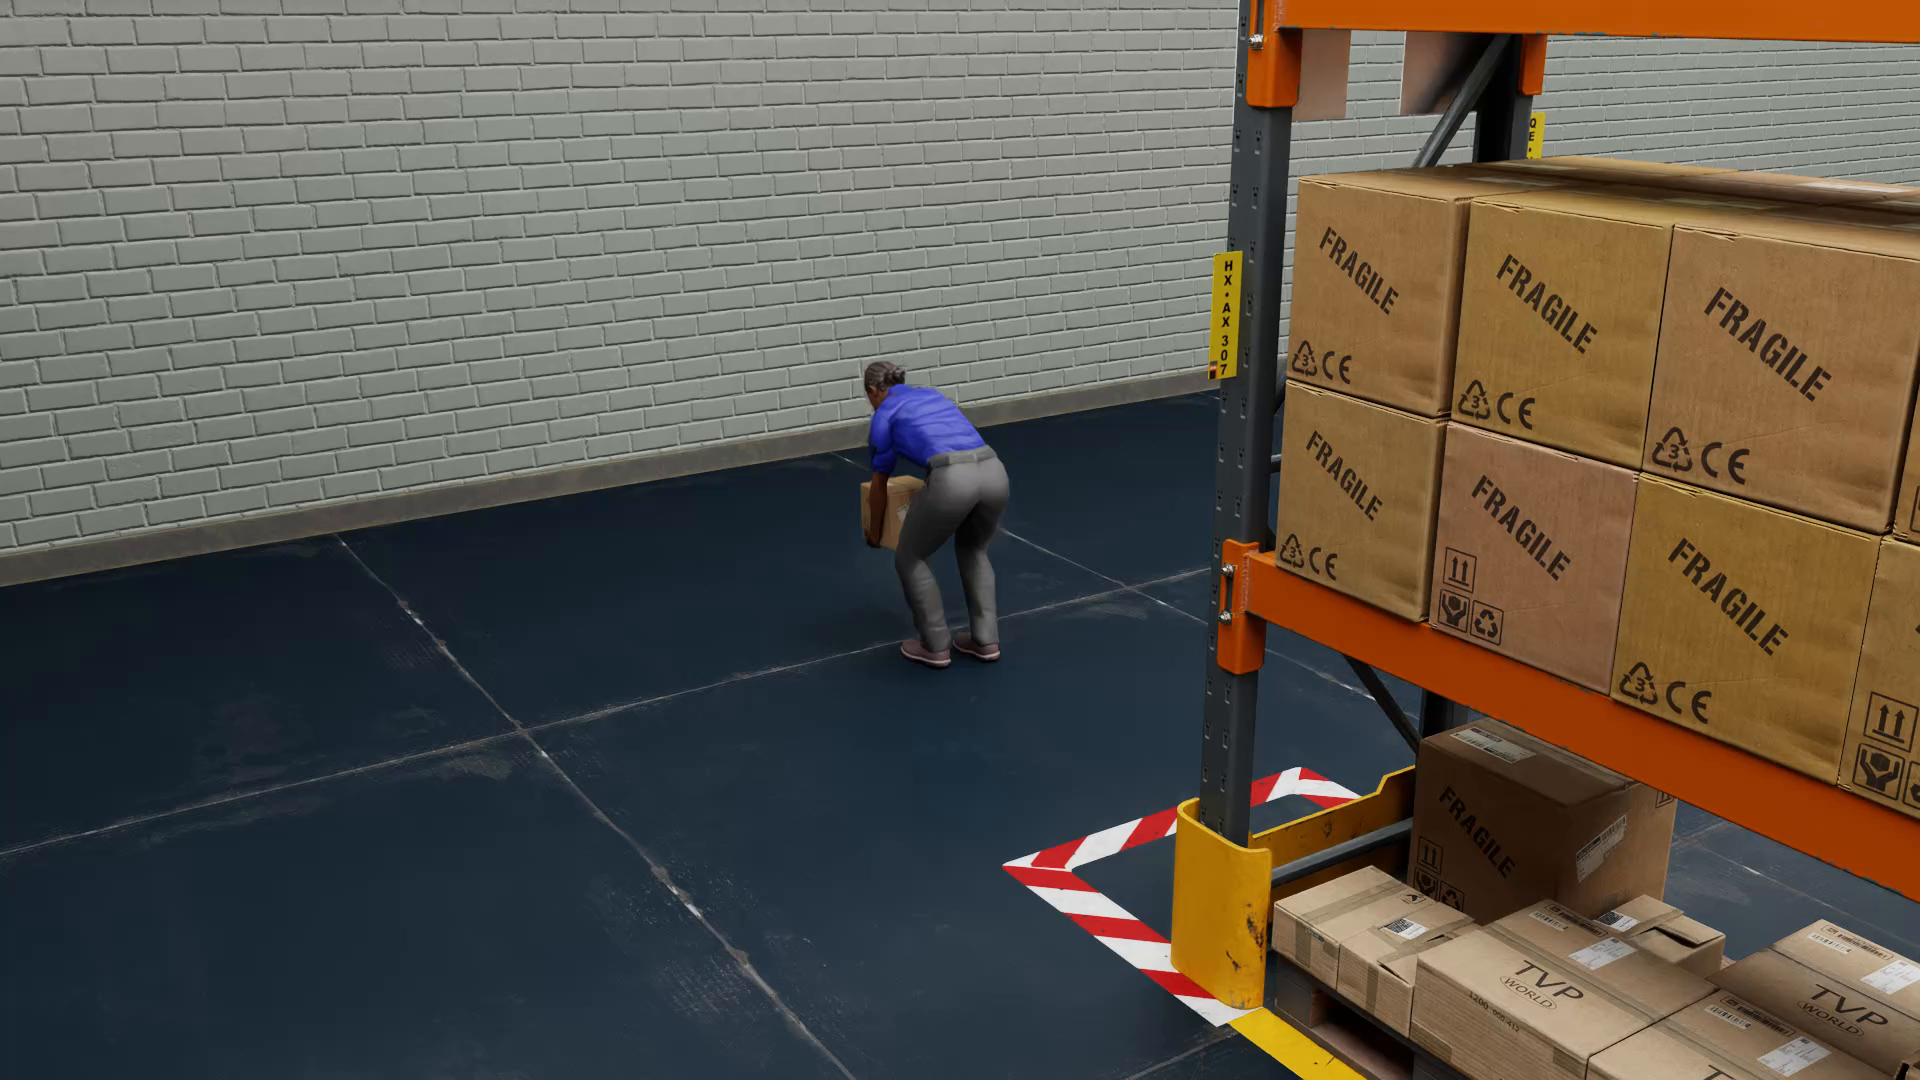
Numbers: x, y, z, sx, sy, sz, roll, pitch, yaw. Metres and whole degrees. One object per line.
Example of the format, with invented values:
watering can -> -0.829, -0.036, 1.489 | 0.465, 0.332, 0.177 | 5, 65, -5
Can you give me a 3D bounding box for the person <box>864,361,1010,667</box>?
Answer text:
person -> -0.133, -0.112, 7.115 | 0.424, 1.221, 0.824 | -13, 22, -33
